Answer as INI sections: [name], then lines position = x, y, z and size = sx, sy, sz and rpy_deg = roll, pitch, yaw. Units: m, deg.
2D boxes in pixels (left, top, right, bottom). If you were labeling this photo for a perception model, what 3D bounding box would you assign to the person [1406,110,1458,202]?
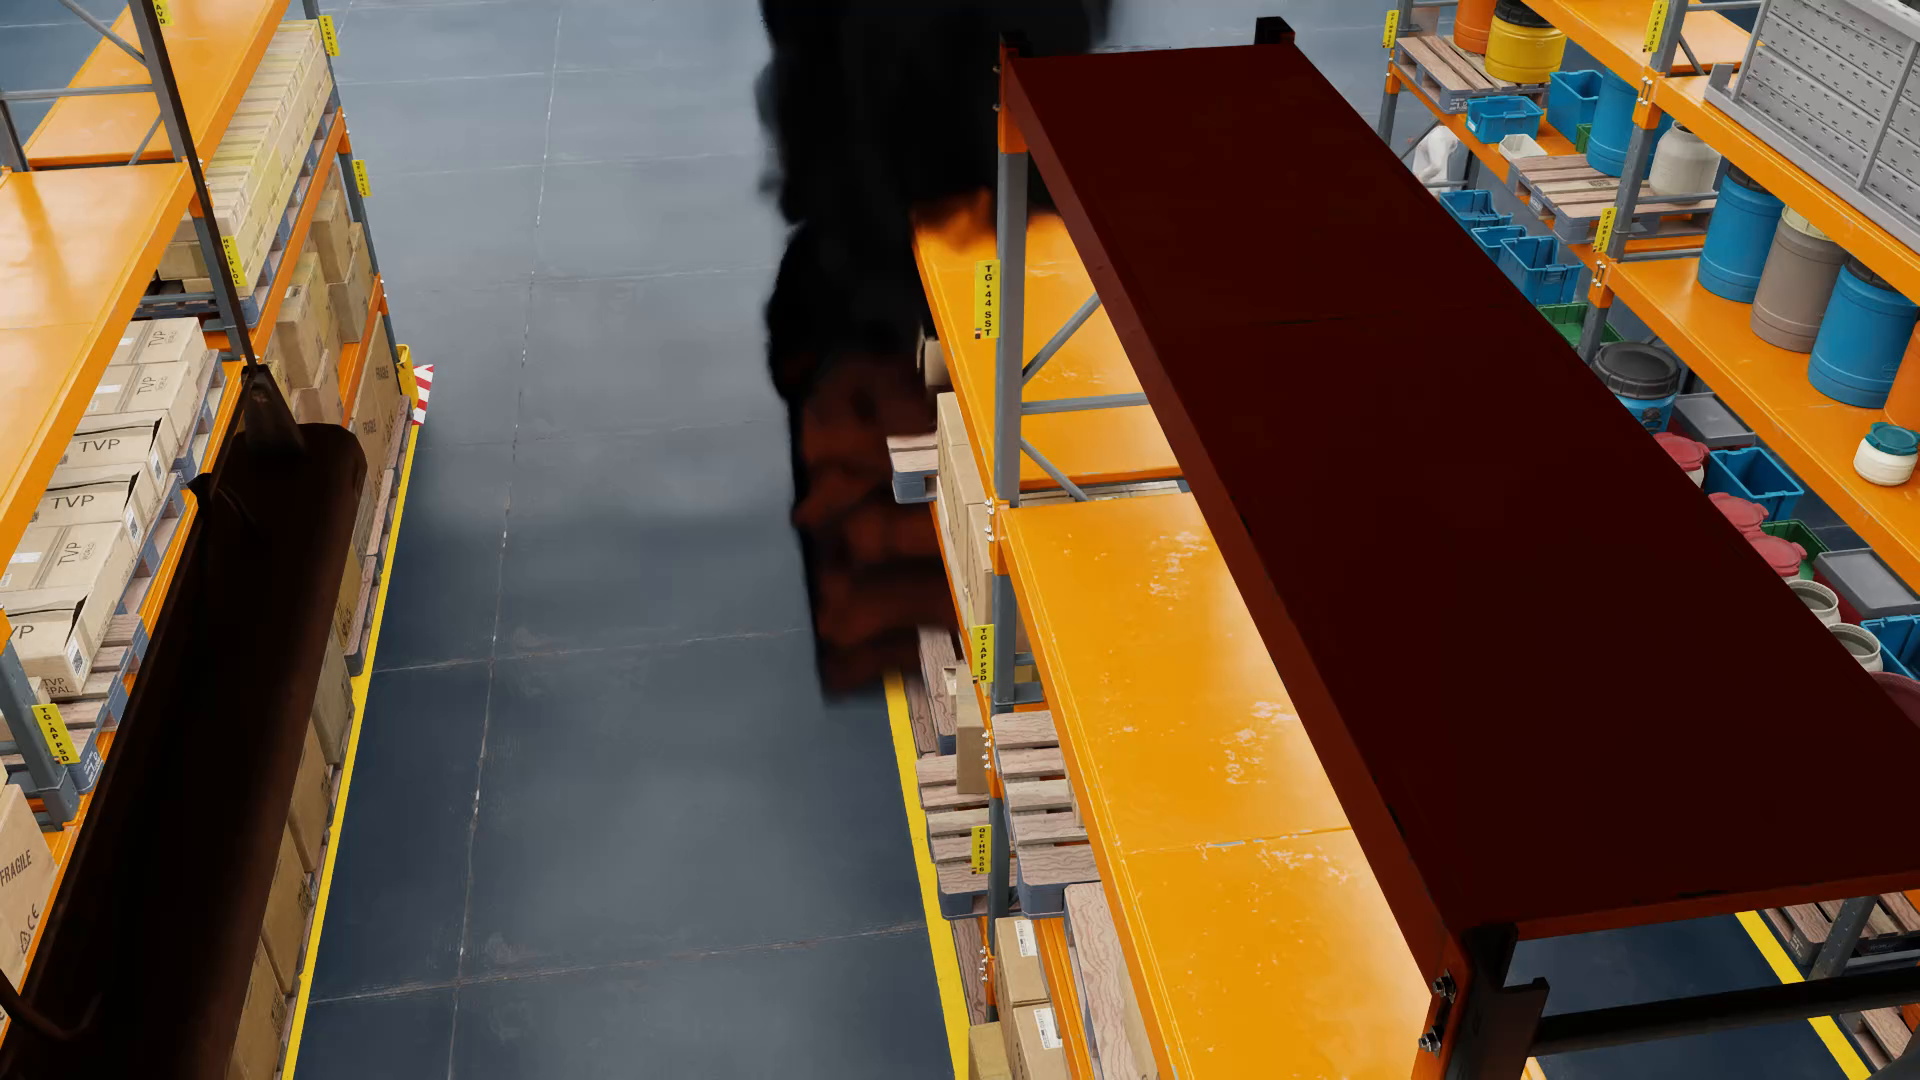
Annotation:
[person]
position = 4.713, -3.554, 16.796
size = 0.709, 1.822, 0.726
rpy_deg = -29, 45, -33
